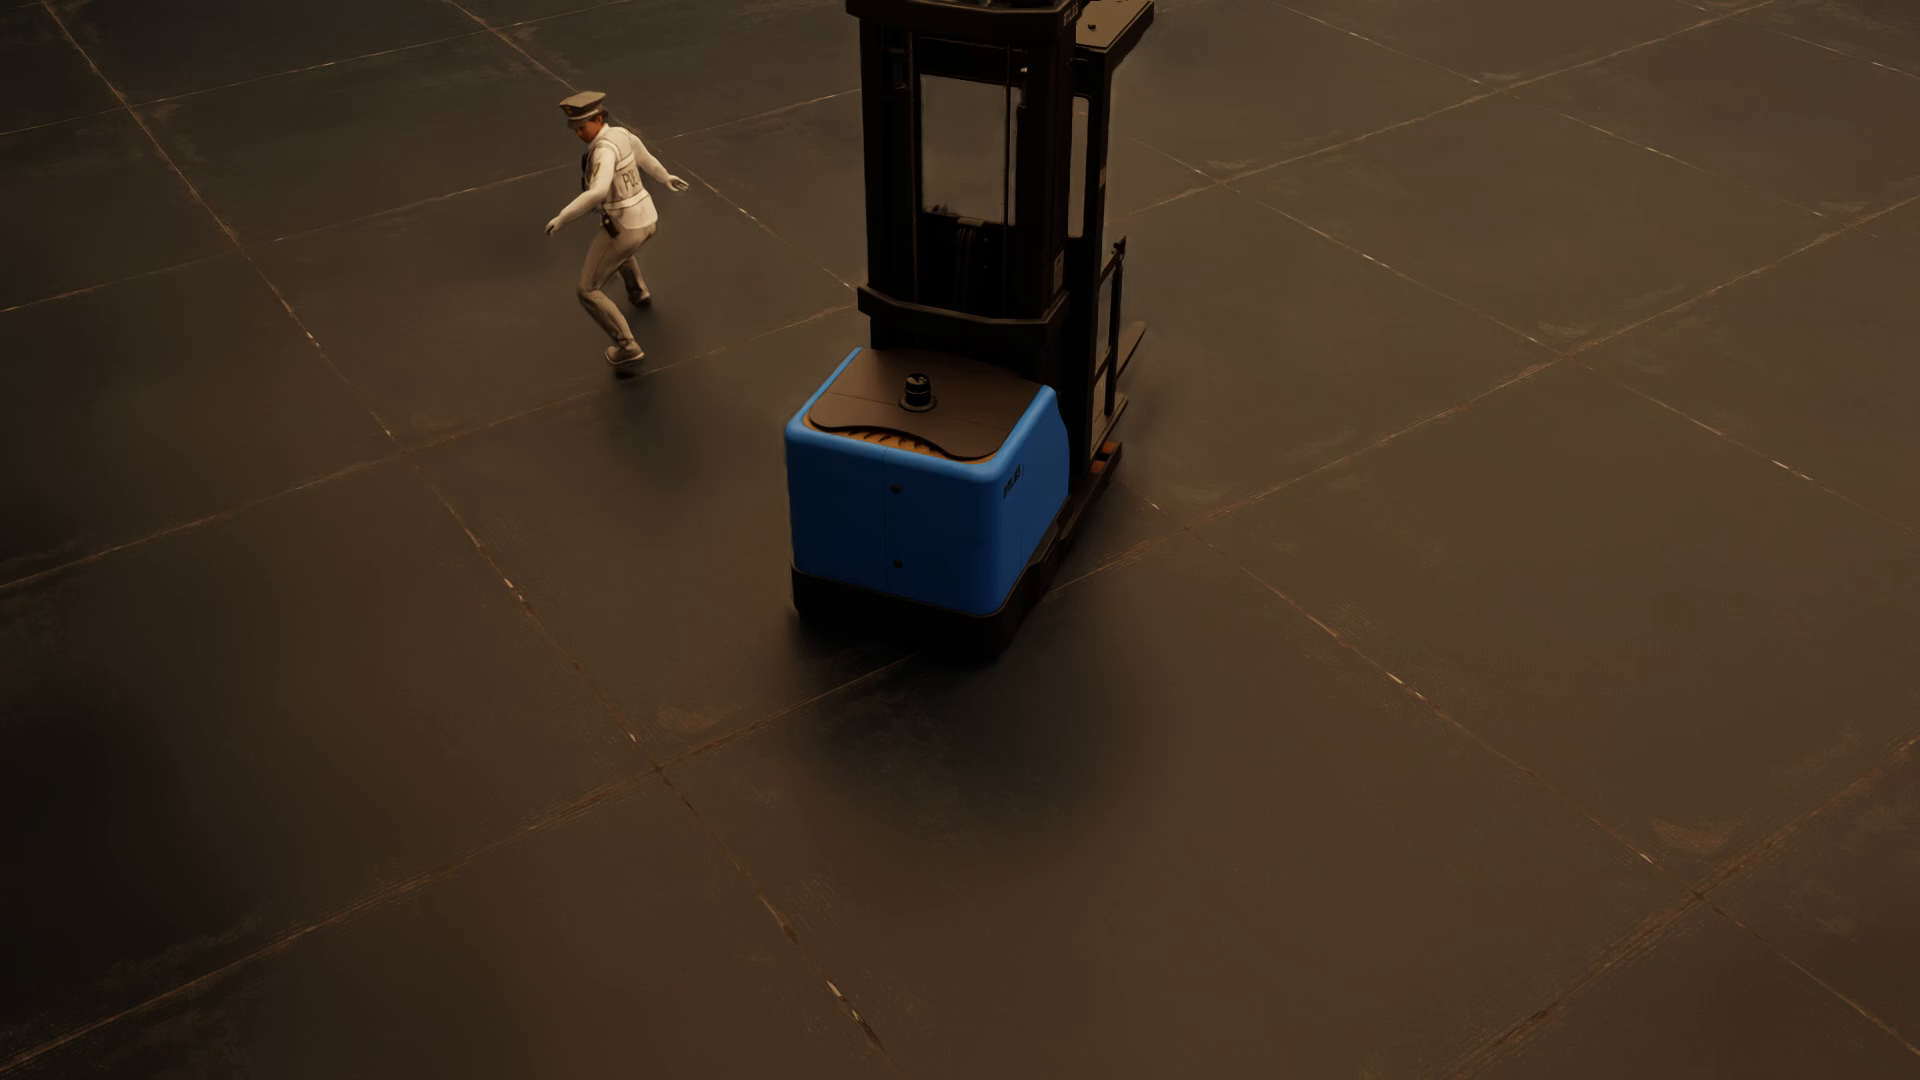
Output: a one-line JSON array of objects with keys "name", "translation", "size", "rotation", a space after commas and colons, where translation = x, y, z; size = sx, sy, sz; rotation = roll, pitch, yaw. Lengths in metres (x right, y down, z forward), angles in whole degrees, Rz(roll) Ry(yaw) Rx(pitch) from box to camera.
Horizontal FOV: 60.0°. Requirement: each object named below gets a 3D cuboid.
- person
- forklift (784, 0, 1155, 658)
[{"name": "person", "translation": [-1.981, -1.835, 9.704], "size": [0.529, 1.608, 1.055], "rotation": [8, 37, 10]}, {"name": "forklift", "translation": [0.223, -1.516, 7.995], "size": [1.130, 2.935, 3.031], "rotation": [13, 38, 17]}]
